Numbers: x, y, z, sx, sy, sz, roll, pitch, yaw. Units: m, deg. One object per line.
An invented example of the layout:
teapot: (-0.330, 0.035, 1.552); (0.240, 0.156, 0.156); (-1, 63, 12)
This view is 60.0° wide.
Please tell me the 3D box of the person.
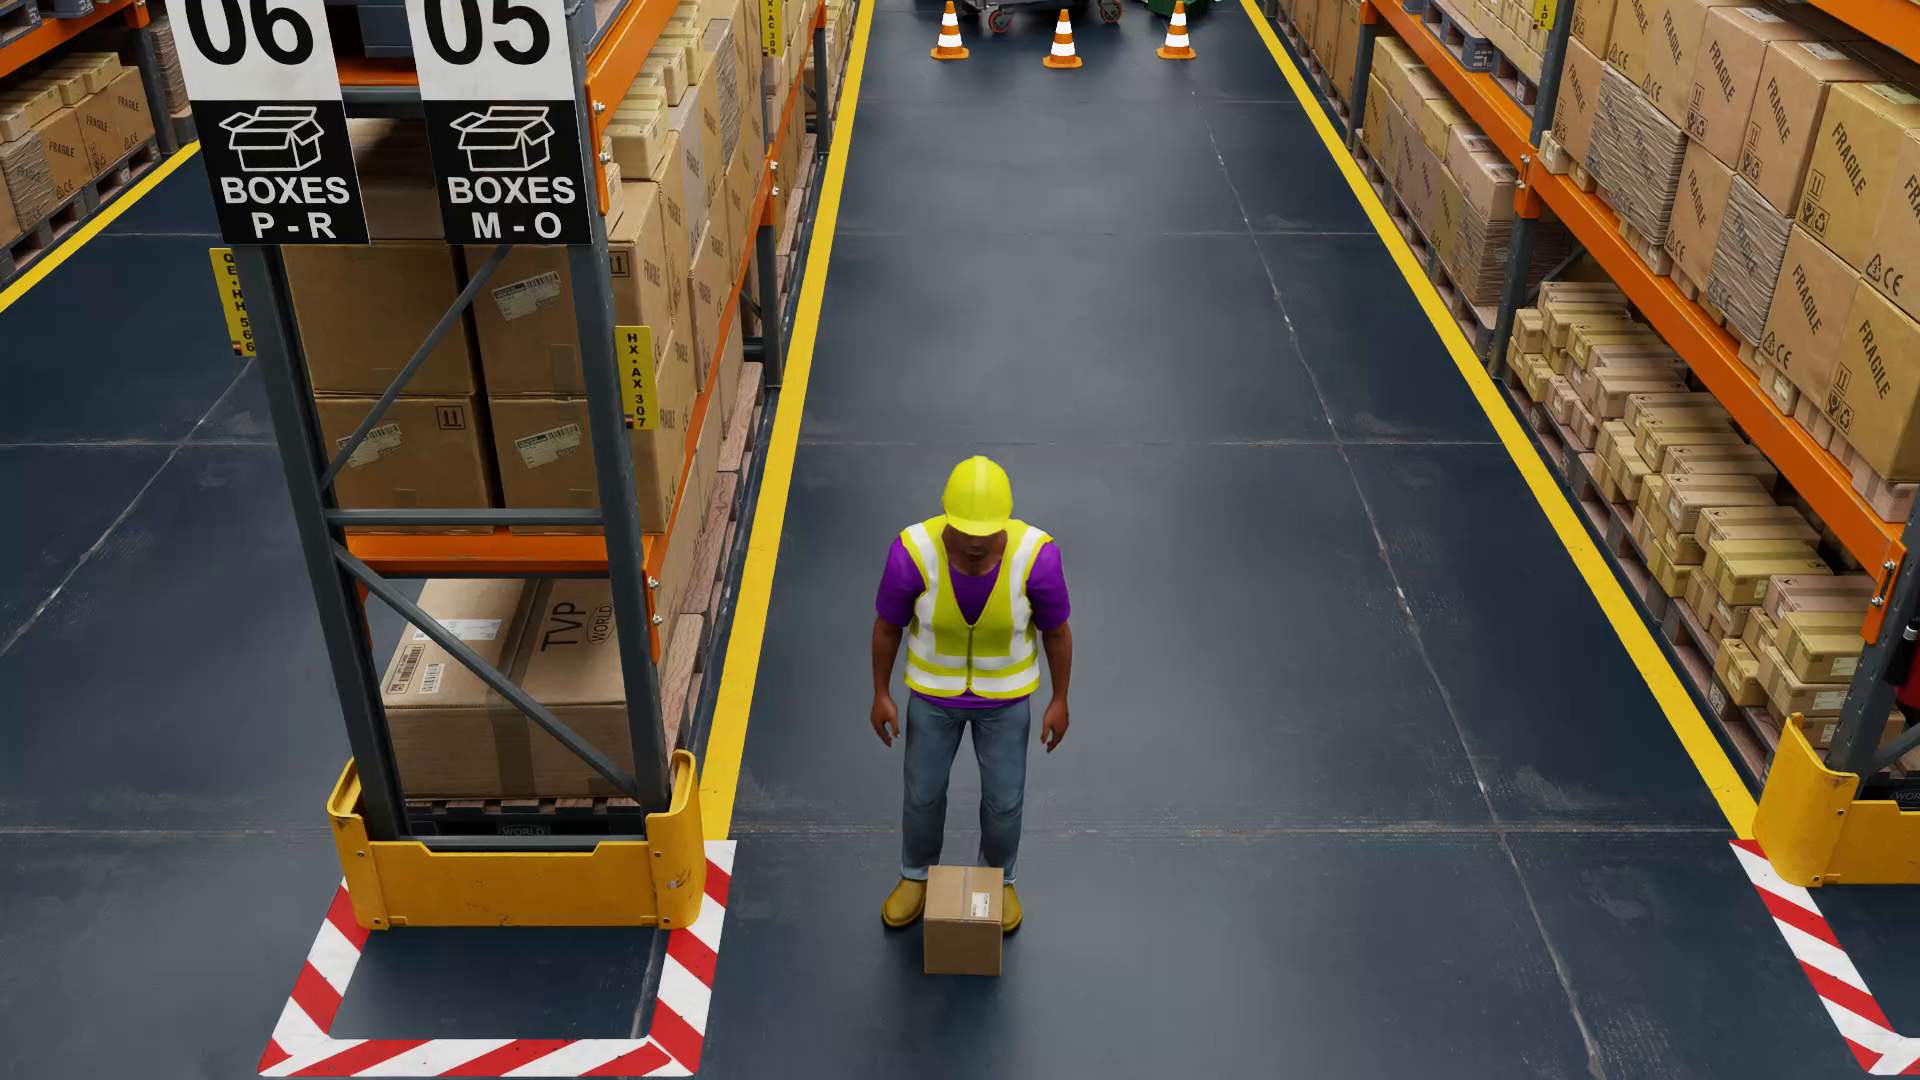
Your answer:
person: (0.033, 0.497, 5.300); (0.637, 1.761, 0.455); (2, 31, 3)
